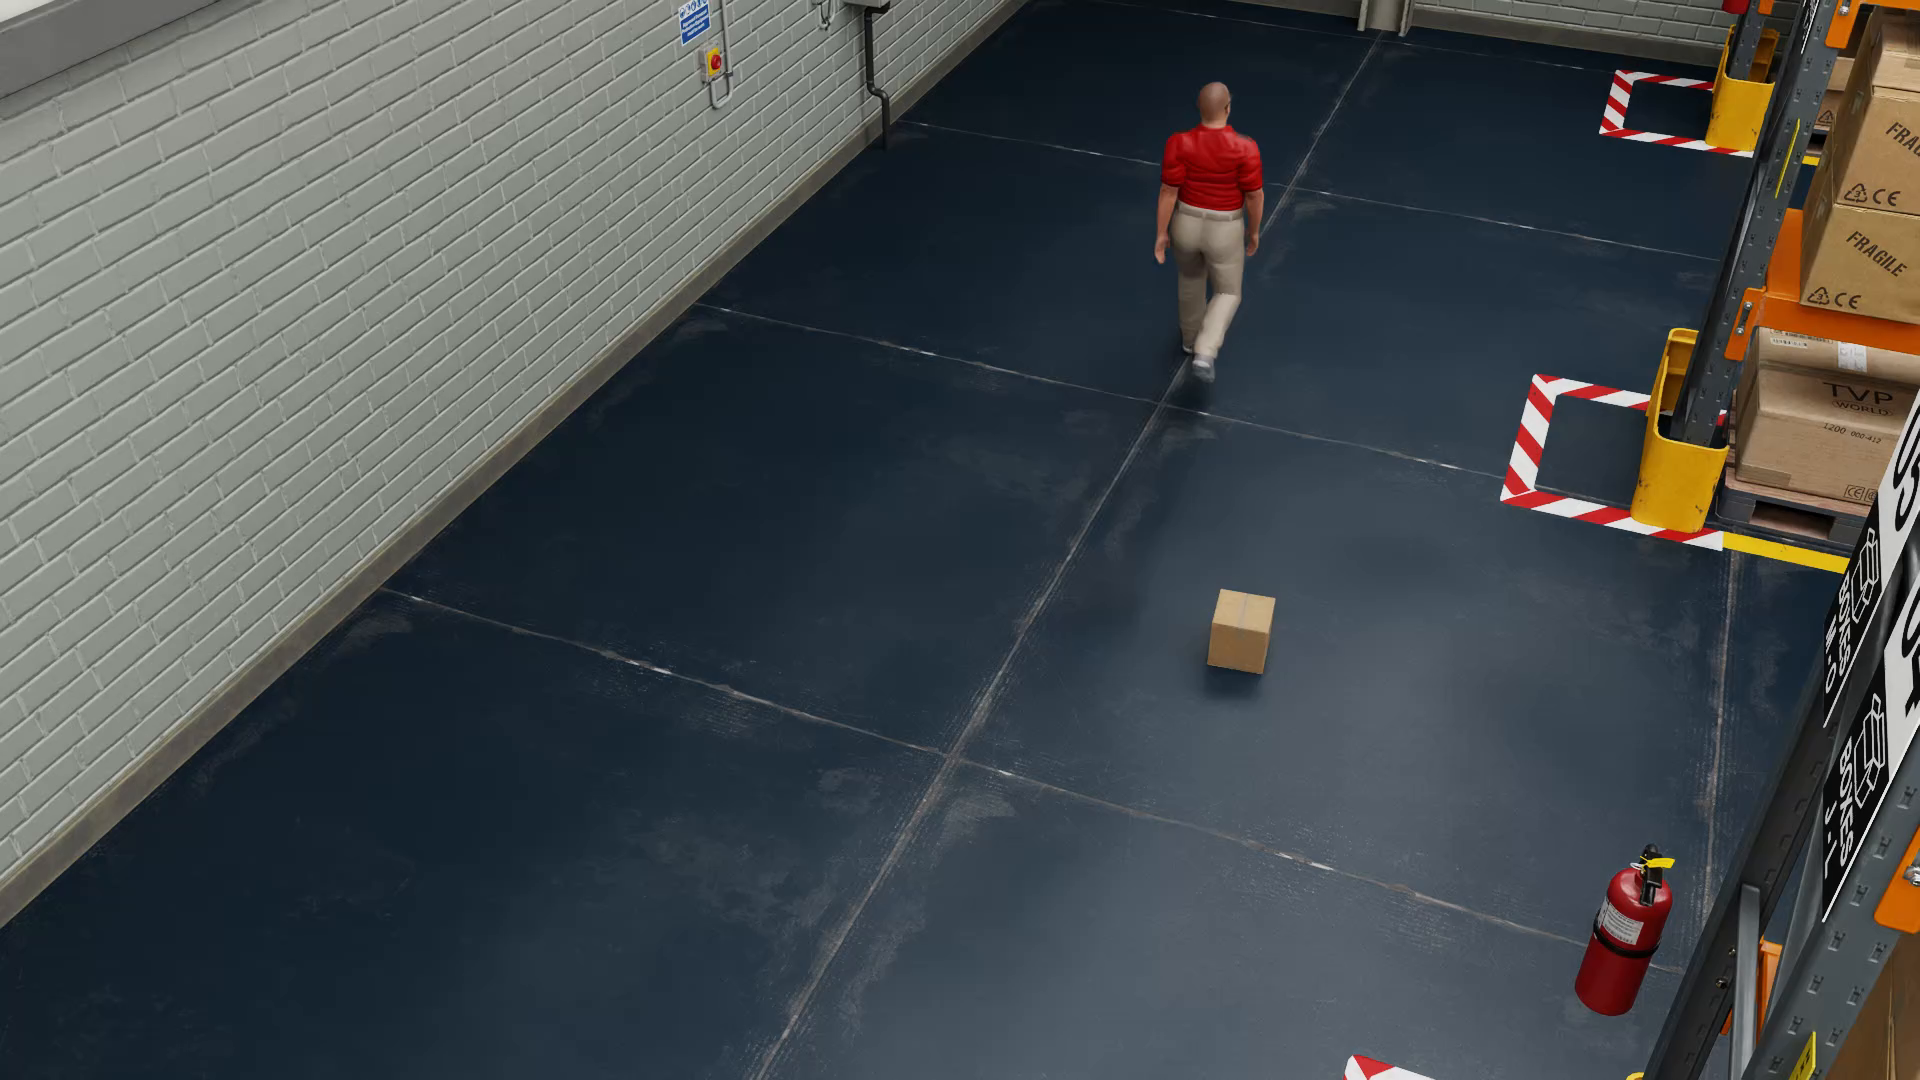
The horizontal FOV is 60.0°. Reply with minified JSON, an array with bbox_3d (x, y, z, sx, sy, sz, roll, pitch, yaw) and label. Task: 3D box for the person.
[{"bbox_3d":[1.349,-1.674,9.023,0.549,1.684,0.874,12,39,15],"label":"person"}]
